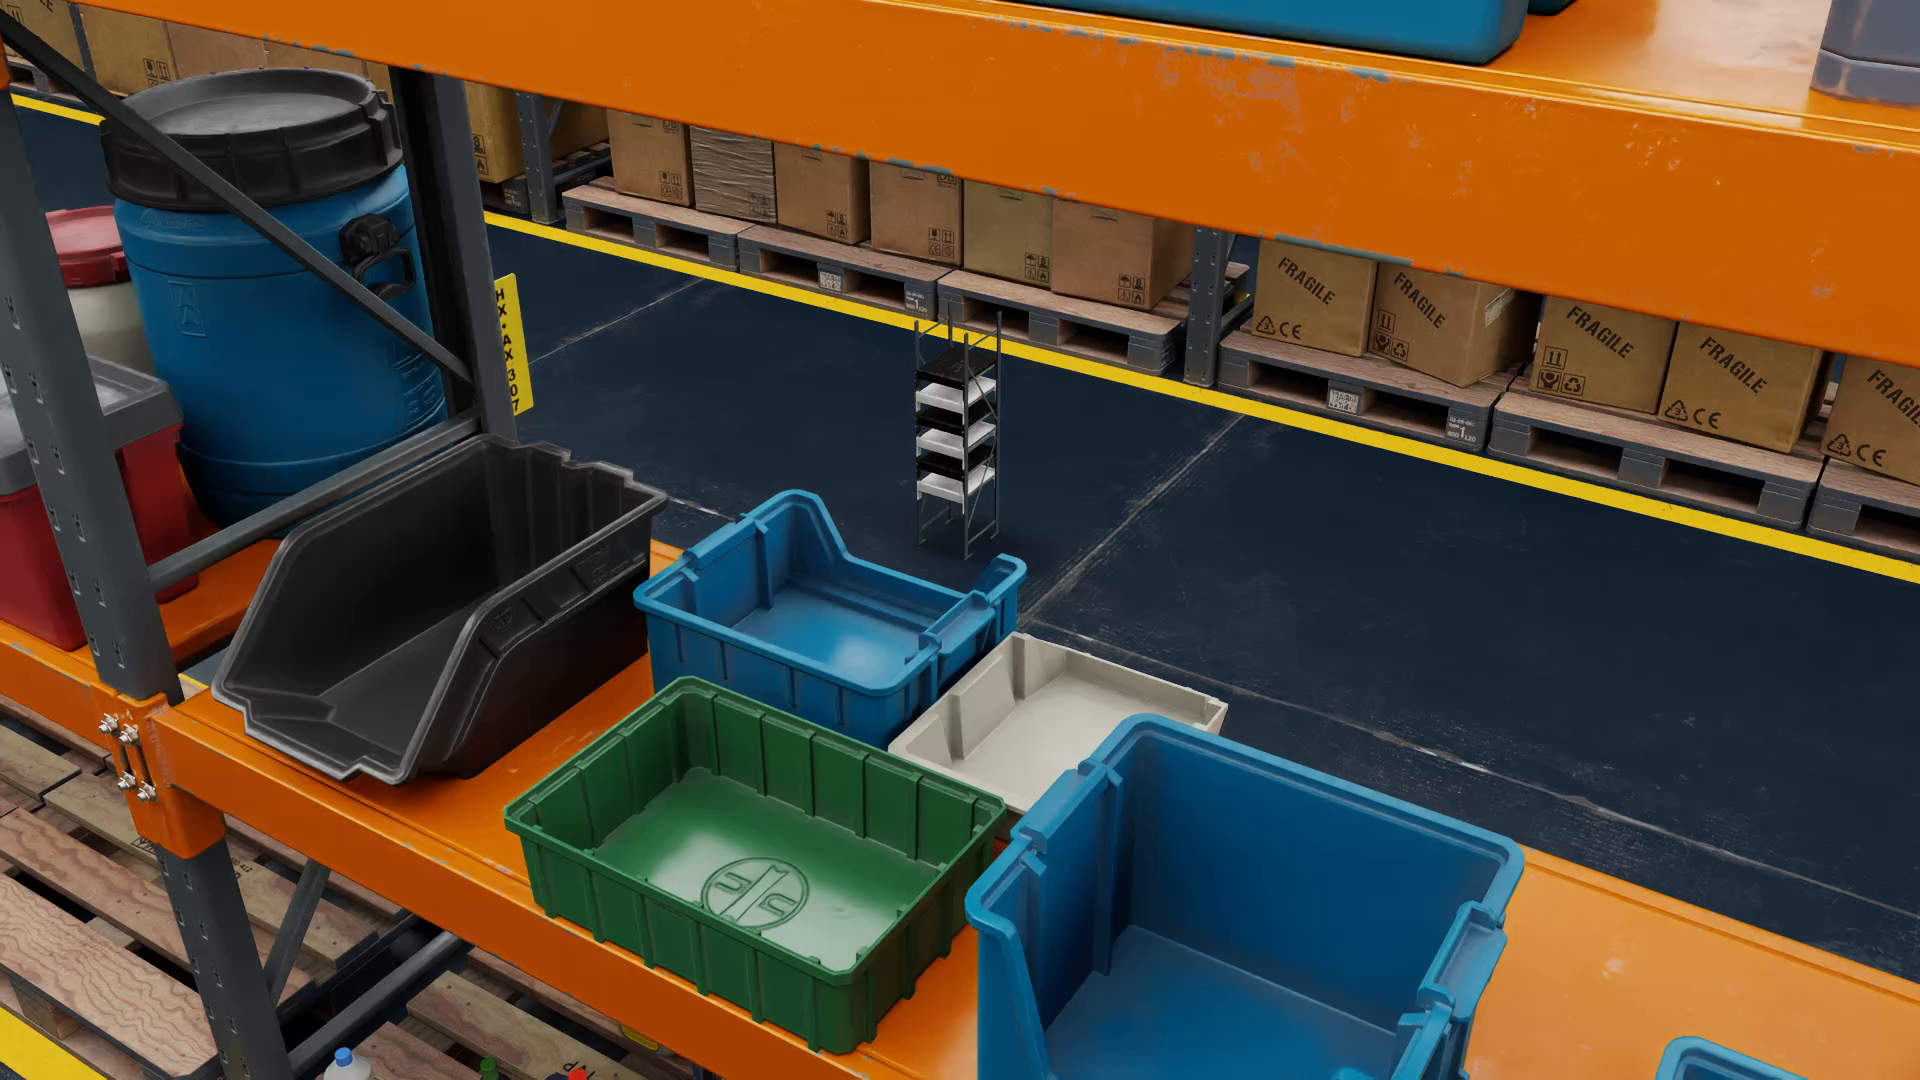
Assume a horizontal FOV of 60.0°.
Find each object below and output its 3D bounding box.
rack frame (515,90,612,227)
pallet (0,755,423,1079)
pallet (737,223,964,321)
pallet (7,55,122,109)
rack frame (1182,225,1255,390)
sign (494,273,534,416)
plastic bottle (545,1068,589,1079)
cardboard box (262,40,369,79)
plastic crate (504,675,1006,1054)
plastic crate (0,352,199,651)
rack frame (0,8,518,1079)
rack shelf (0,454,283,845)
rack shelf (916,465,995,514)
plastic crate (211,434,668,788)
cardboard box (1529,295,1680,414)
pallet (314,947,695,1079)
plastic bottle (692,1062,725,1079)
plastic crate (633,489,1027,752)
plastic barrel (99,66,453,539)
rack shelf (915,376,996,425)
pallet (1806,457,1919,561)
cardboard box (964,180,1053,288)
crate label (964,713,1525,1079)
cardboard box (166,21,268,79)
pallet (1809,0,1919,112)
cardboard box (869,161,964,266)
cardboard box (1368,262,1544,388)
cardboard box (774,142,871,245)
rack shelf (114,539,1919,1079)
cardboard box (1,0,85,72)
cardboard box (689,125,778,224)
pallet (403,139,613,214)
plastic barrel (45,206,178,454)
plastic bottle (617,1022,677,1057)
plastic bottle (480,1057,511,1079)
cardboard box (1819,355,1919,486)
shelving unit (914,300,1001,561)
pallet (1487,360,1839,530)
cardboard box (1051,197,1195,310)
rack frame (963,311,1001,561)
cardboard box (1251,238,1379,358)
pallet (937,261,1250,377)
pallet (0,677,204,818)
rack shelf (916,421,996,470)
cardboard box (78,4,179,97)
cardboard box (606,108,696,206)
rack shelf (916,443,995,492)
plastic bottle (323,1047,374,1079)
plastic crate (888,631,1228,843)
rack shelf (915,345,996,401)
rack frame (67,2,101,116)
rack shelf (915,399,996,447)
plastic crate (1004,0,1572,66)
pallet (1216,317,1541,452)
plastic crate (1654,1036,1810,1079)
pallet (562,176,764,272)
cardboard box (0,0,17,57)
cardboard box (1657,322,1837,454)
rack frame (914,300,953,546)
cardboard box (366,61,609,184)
[{"bbox_3d":[-2.073,-3.265,8.869,0.127,3.000,1.000,18,35,27],"label":"rack frame"},{"bbox_3d":[-2.004,0.931,4.444,1.213,0.211,1.003,18,35,27],"label":"pallet"},{"bbox_3d":[-0.383,-1.523,8.651,1.213,0.211,1.003,18,35,27],"label":"pallet"},{"bbox_3d":[-6.063,-3.369,11.815,1.213,0.211,1.003,18,35,27],"label":"pallet"},{"bbox_3d":[1.315,-2.193,7.032,0.127,3.000,1.000,18,35,27],"label":"rack frame"},{"bbox_3d":[-1.016,-0.431,3.737,0.005,0.325,0.100,18,35,27],"label":"sign"},{"bbox_3d":[-0.779,1.207,3.397,0.185,0.351,0.144,18,35,27],"label":"plastic bottle"},{"bbox_3d":[-3.397,-2.964,10.046,0.875,0.875,1.225,18,35,27],"label":"cardboard box"},{"bbox_3d":[-0.319,0.496,2.633,0.662,0.188,0.450,18,35,27],"label":"plastic crate"},{"bbox_3d":[-1.891,-0.106,3.391,0.583,0.464,0.402,18,35,27],"label":"plastic crate"},{"bbox_3d":[-1.318,-0.079,3.409,0.127,3.000,1.000,18,35,27],"label":"rack frame"},{"bbox_3d":[-3.012,-0.304,4.509,4.000,0.370,1.077,18,35,27],"label":"rack shelf"},{"bbox_3d":[-0.007,-0.207,6.134,0.200,0.077,0.258,18,35,27],"label":"rack shelf"},{"bbox_3d":[-0.942,0.142,3.091,0.504,0.338,0.767,18,35,27],"label":"plastic crate"},{"bbox_3d":[2.689,-0.888,6.859,0.500,0.500,0.500,14,33,23],"label":"cardboard box"},{"bbox_3d":[-0.772,1.323,3.773,1.213,0.211,1.003,18,35,27],"label":"pallet"},{"bbox_3d":[-0.515,1.078,3.692,0.135,0.276,0.152,18,35,27],"label":"plastic bottle"},{"bbox_3d":[-0.237,0.166,3.137,0.616,0.251,0.499,18,35,27],"label":"plastic crate"},{"bbox_3d":[-1.484,-0.528,3.682,0.708,0.901,0.600,18,35,27],"label":"plastic barrel"},{"bbox_3d":[-0.007,-0.518,5.953,0.200,0.077,0.258,18,35,27],"label":"rack shelf"},{"bbox_3d":[3.969,-0.170,6.332,1.213,0.211,1.003,18,35,27],"label":"pallet"},{"bbox_3d":[0.412,-1.613,8.082,0.500,0.500,0.700,17,34,27],"label":"cardboard box"},{"bbox_3d":[0.367,0.599,2.211,0.616,0.435,0.502,18,35,27],"label":"crate label"},{"bbox_3d":[-4.151,-3.198,10.447,0.875,0.875,1.225,16,34,26],"label":"cardboard box"},{"bbox_3d":[1.421,-0.485,1.315,1.213,0.211,1.003,18,35,27],"label":"pallet"},{"bbox_3d":[-0.062,-1.763,8.339,0.500,0.500,0.700,14,33,23],"label":"cardboard box"},{"bbox_3d":[2.122,-1.020,7.086,0.500,0.500,0.500,-23,37,-33],"label":"cardboard box"},{"bbox_3d":[-0.534,-1.912,8.595,0.500,0.500,0.700,21,36,31],"label":"cardboard box"},{"bbox_3d":[0.376,0.767,2.672,4.000,0.370,1.077,18,35,27],"label":"rack shelf"},{"bbox_3d":[-5.977,-3.811,11.497,0.875,0.875,0.875,18,35,27],"label":"cardboard box"},{"bbox_3d":[-1.018,-2.061,8.850,0.500,0.500,0.700,15,33,23],"label":"cardboard box"},{"bbox_3d":[-2.701,-2.304,9.989,1.213,0.211,1.003,18,35,27],"label":"pallet"},{"bbox_3d":[-2.012,-0.488,3.975,0.433,0.535,0.433,0,30,0],"label":"plastic barrel"},{"bbox_3d":[-0.696,0.986,3.775,0.185,0.351,0.144,18,35,27],"label":"plastic bottle"},{"bbox_3d":[-0.937,1.206,3.465,0.133,0.283,0.061,18,35,27],"label":"plastic bottle"},{"bbox_3d":[3.658,-0.543,6.268,0.500,0.500,0.500,-25,38,-36],"label":"cardboard box"},{"bbox_3d":[-0.007,-0.391,6.027,0.210,0.900,0.258,18,35,27],"label":"shelving unit"},{"bbox_3d":[2.940,-0.497,6.893,1.213,0.211,1.003,18,35,27],"label":"pallet"},{"bbox_3d":[0.806,-1.477,7.849,0.500,0.500,0.700,15,33,24],"label":"cardboard box"},{"bbox_3d":[0.079,-0.364,5.980,0.006,0.900,0.240,18,35,27],"label":"rack frame"},{"bbox_3d":[1.632,-1.171,7.344,0.500,0.500,0.500,16,34,26],"label":"cardboard box"},{"bbox_3d":[0.655,-1.197,8.092,1.213,0.211,1.003,18,35,27],"label":"pallet"},{"bbox_3d":[-3.042,0.605,5.003,1.213,0.211,1.003,18,35,27],"label":"pallet"},{"bbox_3d":[-0.007,-0.362,6.044,0.200,0.077,0.258,18,35,27],"label":"rack shelf"},{"bbox_3d":[-4.908,-3.437,10.856,0.875,0.875,1.225,18,35,27],"label":"cardboard box"},{"bbox_3d":[-1.495,-2.204,9.095,0.500,0.500,0.700,16,34,25],"label":"cardboard box"},{"bbox_3d":[-0.007,-0.284,6.089,0.200,0.077,0.258,18,35,27],"label":"rack shelf"},{"bbox_3d":[-1.281,1.182,3.519,0.097,0.271,0.097,0,30,0],"label":"plastic bottle"},{"bbox_3d":[0.192,0.362,2.915,0.437,0.136,0.530,18,35,27],"label":"plastic crate"},{"bbox_3d":[-0.007,-0.595,5.908,0.200,0.077,0.258,18,35,27],"label":"rack shelf"},{"bbox_3d":[-5.461,-4.336,10.706,0.127,3.000,1.000,18,35,27],"label":"rack frame"},{"bbox_3d":[-0.007,-0.440,5.998,0.200,0.077,0.258,18,35,27],"label":"rack shelf"},{"bbox_3d":[0.294,-0.679,1.476,0.575,0.384,0.392,18,35,27],"label":"plastic crate"},{"bbox_3d":[1.902,-0.824,7.453,1.213,0.211,1.003,18,35,27],"label":"pallet"},{"bbox_3d":[0.940,0.874,1.923,0.408,0.251,0.499,18,35,27],"label":"plastic crate"},{"bbox_3d":[-1.412,-1.850,9.212,1.213,0.211,1.003,18,35,27],"label":"pallet"},{"bbox_3d":[-6.740,-4.052,11.911,0.875,0.875,0.875,18,35,27],"label":"cardboard box"},{"bbox_3d":[3.138,-0.719,6.570,0.500,0.500,0.500,21,36,32],"label":"cardboard box"},{"bbox_3d":[-0.093,-0.418,6.074,0.006,0.900,0.240,18,35,27],"label":"rack frame"},{"bbox_3d":[-2.646,-2.722,9.631,0.875,0.875,1.225,16,34,25],"label":"cardboard box"}]
